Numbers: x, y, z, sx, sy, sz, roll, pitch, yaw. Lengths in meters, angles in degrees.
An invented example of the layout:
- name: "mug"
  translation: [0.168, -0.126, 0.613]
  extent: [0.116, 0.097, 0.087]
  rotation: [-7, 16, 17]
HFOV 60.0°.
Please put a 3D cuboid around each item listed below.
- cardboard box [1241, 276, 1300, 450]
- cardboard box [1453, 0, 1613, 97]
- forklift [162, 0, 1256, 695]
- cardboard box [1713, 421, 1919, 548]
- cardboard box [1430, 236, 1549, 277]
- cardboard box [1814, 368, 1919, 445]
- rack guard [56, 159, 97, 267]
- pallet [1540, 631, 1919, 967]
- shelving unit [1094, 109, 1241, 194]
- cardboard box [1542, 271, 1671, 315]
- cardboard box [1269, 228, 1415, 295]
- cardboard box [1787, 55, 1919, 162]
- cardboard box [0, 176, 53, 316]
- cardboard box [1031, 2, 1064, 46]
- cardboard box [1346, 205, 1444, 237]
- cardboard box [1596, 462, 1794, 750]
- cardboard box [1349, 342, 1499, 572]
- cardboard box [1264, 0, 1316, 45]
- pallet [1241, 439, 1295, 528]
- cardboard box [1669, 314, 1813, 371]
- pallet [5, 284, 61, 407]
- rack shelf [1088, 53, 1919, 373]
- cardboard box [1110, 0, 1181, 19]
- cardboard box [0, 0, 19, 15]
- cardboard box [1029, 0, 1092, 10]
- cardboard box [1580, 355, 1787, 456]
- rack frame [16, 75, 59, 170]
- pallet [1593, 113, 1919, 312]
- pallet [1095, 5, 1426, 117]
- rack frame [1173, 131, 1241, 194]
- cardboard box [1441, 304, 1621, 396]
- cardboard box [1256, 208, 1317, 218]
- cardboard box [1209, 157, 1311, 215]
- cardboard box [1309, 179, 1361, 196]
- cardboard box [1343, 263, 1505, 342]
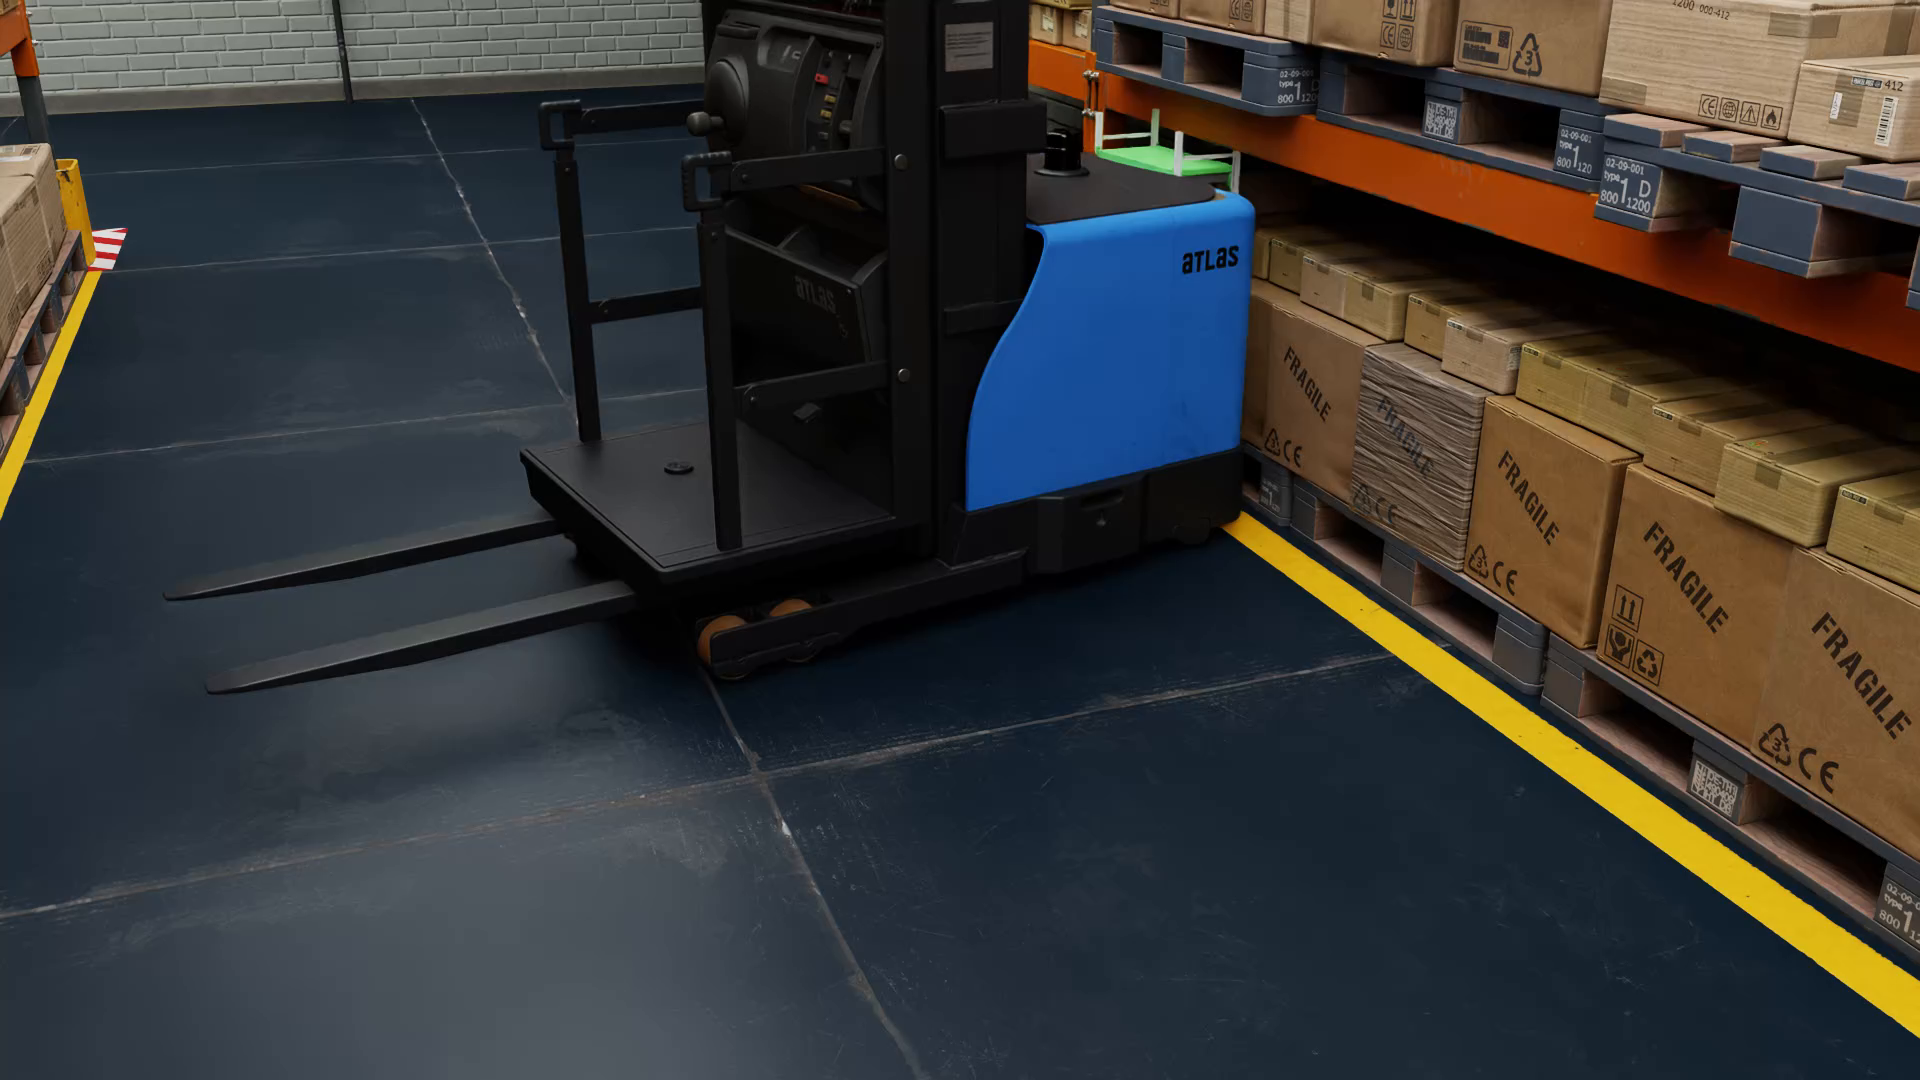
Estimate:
- name: "cardboard box"
  translation: [1.123, -0.638, 5.580]
  extent: [0.500, 0.500, 0.500]
  rotation: [-9, 24, -20]
- name: "cardboard box"
  translation: [1.629, -1.351, 3.919]
  extent: [0.797, 0.503, 0.637]
  rotation: [-9, 24, -20]
- name: "forklift"
  translation: [-0.633, -1.216, 4.361]
  extent: [3.031, 2.935, 1.130]
  rotation: [-14, 27, -30]
- name: "cardboard box"
  translation: [1.841, -0.122, 3.521]
  extent: [0.380, 0.149, 0.250]
  rotation: [-10, 25, -22]
- name: "cardboard box"
  translation: [1.719, -0.863, 5.278]
  extent: [0.380, 0.149, 0.250]
  rotation: [-8, 24, -18]
- name: "cardboard box"
  translation: [2.254, -0.294, 3.929]
  extent: [0.380, 0.149, 0.250]
  rotation: [-8, 24, -18]
- name: "rack guard"
  translation: [-5.099, -1.623, 8.458]
  extent: [1.175, 0.500, 0.348]
  rotation: [-8, 24, -19]
- name: "pallet"
  translation: [2.150, 0.466, 3.872]
  extent: [1.003, 0.211, 1.213]
  rotation: [-8, 24, -19]
- name: "shelving unit"
  translation: [0.665, -0.799, 5.590]
  extent: [0.258, 1.200, 0.503]
  rotation: [-10, 24, -24]
- name: "cardboard box"
  translation: [1.923, -0.681, 4.847]
  extent: [0.380, 0.149, 0.250]
  rotation: [-9, 25, -21]
- name: "cardboard box"
  translation: [1.224, -0.890, 5.341]
  extent: [0.380, 0.149, 0.250]
  rotation: [-9, 24, -20]
- name: "cardboard box"
  translation: [1.787, -0.806, 3.083]
  extent: [0.380, 0.149, 0.250]
  rotation: [-8, 24, -18]
- name: "cardboard box"
  translation: [-4.432, -1.222, 7.045]
  extent: [0.875, 0.438, 0.875]
  rotation: [-8, 24, -18]
- name: "cardboard box"
  translation: [0.504, -2.053, 6.581]
  extent: [0.380, 0.149, 0.250]
  rotation: [-8, 24, -18]
- name: "cardboard box"
  translation: [1.557, -1.060, 5.745]
  extent: [0.380, 0.149, 0.250]
  rotation: [-8, 24, -18]
- name: "cardboard box"
  translation: [1.861, 0.109, 3.807]
  extent: [0.500, 0.500, 0.500]
  rotation: [-9, 24, -20]
- name: "cardboard box"
  translation: [1.472, -0.267, 4.699]
  extent: [0.500, 0.500, 0.500]
  rotation: [-9, 25, -21]
- name: "cardboard box"
  translation: [1.097, -1.570, 4.744]
  extent: [0.396, 0.266, 0.258]
  rotation: [-7, 24, -16]
- name: "pallet"
  translation: [1.288, -0.420, 5.975]
  extent: [1.003, 0.211, 1.213]
  rotation: [-8, 24, -19]
- name: "cardboard box"
  translation: [2.107, -0.494, 4.403]
  extent: [0.380, 0.149, 0.250]
  rotation: [-9, 24, -20]
- name: "pallet"
  translation: [-4.307, -0.759, 6.779]
  extent: [1.003, 0.211, 1.213]
  rotation: [-8, 24, -19]
- name: "rack shelf"
  translation: [1.672, -0.937, 4.538]
  extent: [1.077, 0.370, 4.000]
  rotation: [-8, 24, -19]
- name: "cardboard box"
  translation: [0.927, -2.029, 5.532]
  extent: [0.700, 0.500, 0.500]
  rotation: [-8, 24, -18]
- name: "cardboard box"
  translation: [-4.672, -2.674, 7.603]
  extent: [0.500, 0.500, 0.500]
  rotation: [-8, 24, -19]
- name: "cardboard box"
  translation: [0.557, -2.215, 6.453]
  extent: [0.500, 0.250, 0.500]
  rotation: [-8, 24, -18]
- name: "cardboard box"
  translation: [1.739, -0.326, 4.004]
  extent: [0.380, 0.149, 0.250]
  rotation: [-8, 24, -17]
- name: "rack frame"
  translation: [-5.090, -2.766, 7.952]
  extent: [1.000, 3.000, 0.127]
  rotation: [-8, 24, -19]
- name: "pallet"
  translation: [2.073, -0.690, 3.273]
  extent: [1.213, 0.211, 1.003]
  rotation: [-8, 24, -19]
- name: "pallet"
  translation: [1.145, -1.602, 5.435]
  extent: [1.003, 0.211, 1.213]
  rotation: [-8, 24, -19]
- name: "rack frame"
  translation: [0.771, -0.717, 5.386]
  extent: [0.240, 1.200, 0.015]
  rotation: [-10, 24, -24]
- name: "cardboard box"
  translation: [1.525, -0.513, 4.448]
  extent: [0.380, 0.149, 0.250]
  rotation: [-10, 25, -22]
- name: "cardboard box"
  translation: [1.013, -1.079, 5.791]
  extent: [0.380, 0.149, 0.250]
  rotation: [-9, 24, -20]
- name: "cardboard box"
  translation: [0.980, -1.218, 5.738]
  extent: [0.380, 0.149, 0.250]
  rotation: [-10, 25, -22]
- name: "cardboard box"
  translation: [1.365, -1.242, 6.177]
  extent: [0.380, 0.149, 0.250]
  rotation: [-9, 25, -21]
- name: "cardboard box"
  translation: [1.363, -0.703, 4.899]
  extent: [0.380, 0.149, 0.250]
  rotation: [-7, 24, -17]
